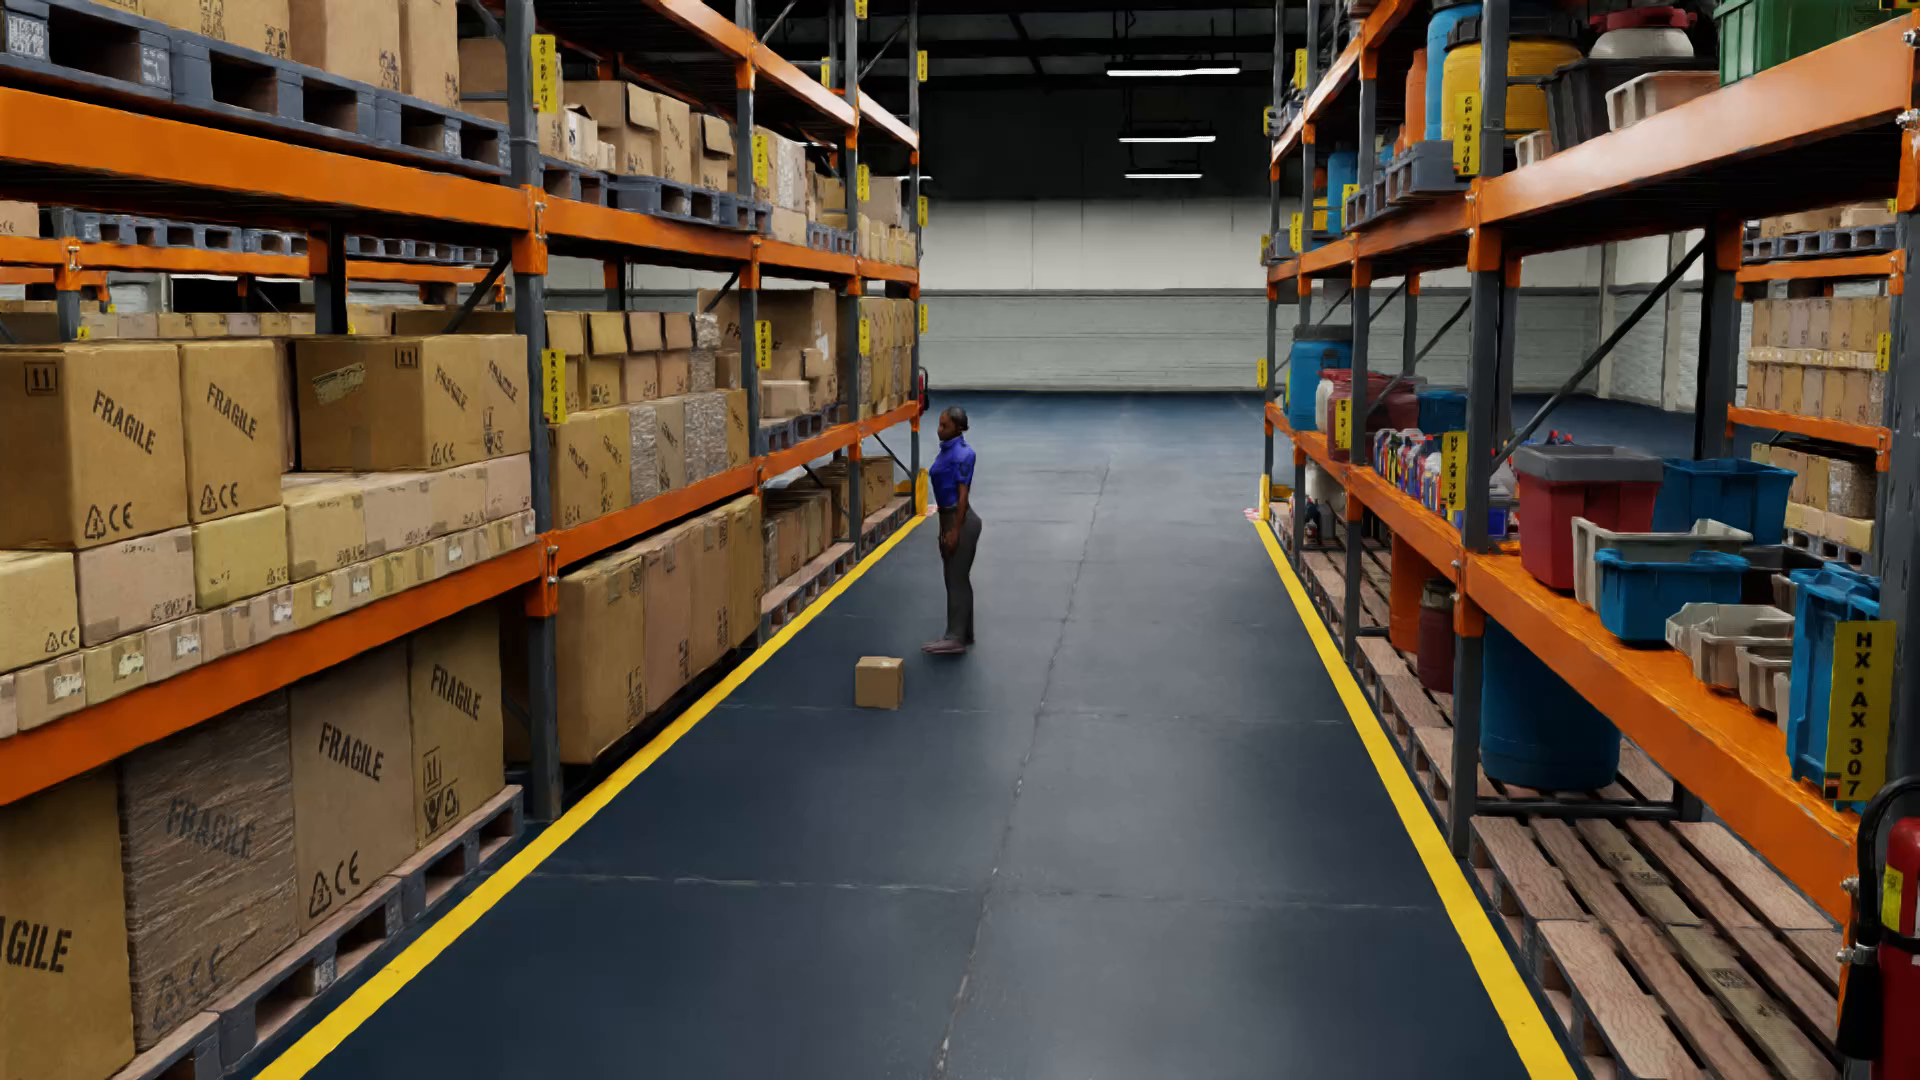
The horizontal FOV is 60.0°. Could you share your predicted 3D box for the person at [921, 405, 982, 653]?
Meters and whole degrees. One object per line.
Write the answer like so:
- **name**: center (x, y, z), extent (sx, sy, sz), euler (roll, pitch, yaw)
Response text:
- **person**: center (-0.081, -0.074, 11.173), extent (0.437, 1.666, 0.535), euler (-2, 8, -15)
